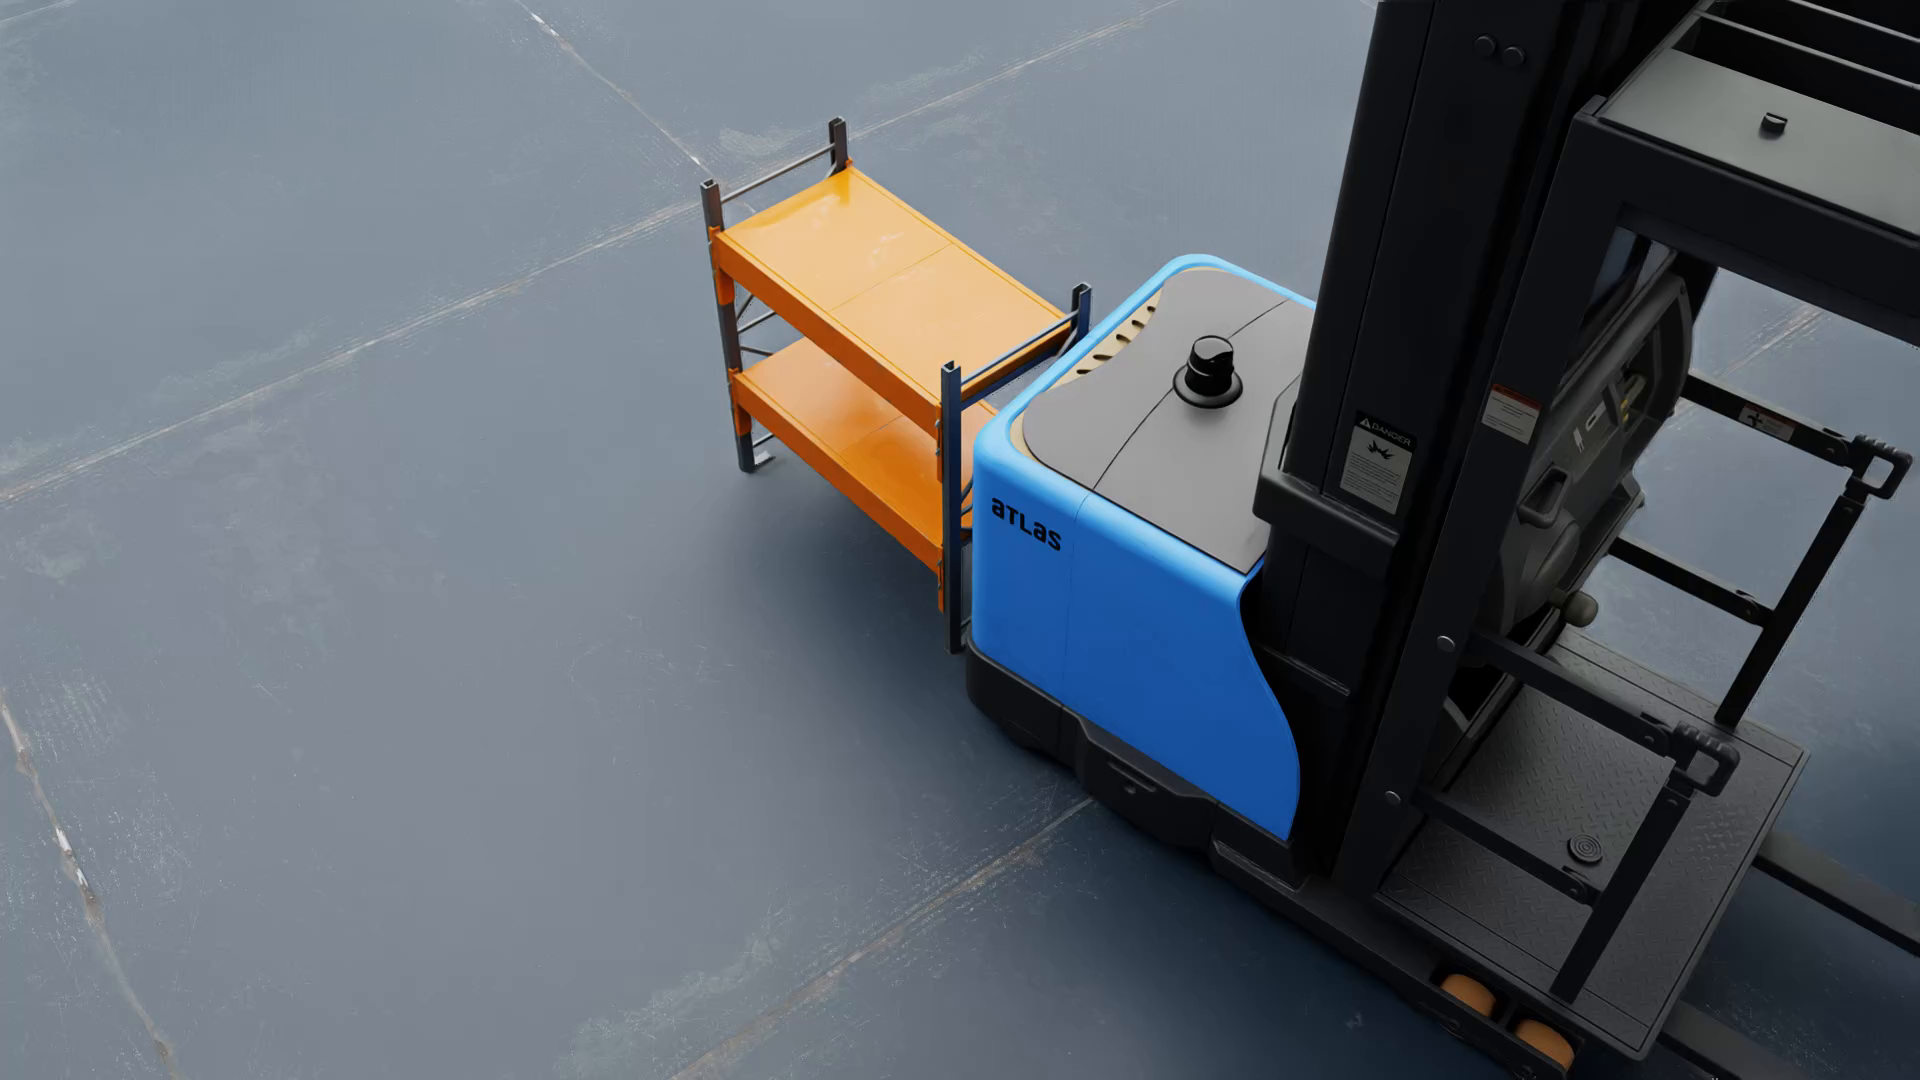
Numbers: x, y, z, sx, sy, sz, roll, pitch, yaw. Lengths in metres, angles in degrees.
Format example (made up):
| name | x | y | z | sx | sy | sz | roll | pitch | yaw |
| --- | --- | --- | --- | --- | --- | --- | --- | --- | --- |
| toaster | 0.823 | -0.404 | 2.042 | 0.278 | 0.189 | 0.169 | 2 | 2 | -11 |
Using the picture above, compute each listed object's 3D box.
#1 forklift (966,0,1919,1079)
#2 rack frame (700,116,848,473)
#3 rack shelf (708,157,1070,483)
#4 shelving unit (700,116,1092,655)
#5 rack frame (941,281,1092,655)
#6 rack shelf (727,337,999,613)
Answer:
| name | x | y | z | sx | sy | sz | roll | pitch | yaw |
| --- | --- | --- | --- | --- | --- | --- | --- | --- | --- |
| forklift | 1.485 | -0.110 | 3.371 | 3.031 | 2.935 | 1.130 | 30 | 55 | 25 |
| rack frame | -0.528 | -0.729 | 5.152 | 0.500 | 1.125 | 0.032 | -33 | 56 | -27 |
| rack shelf | -0.190 | -0.645 | 4.680 | 0.538 | 0.278 | 1.000 | -33 | 56 | -27 |
| shelving unit | -0.190 | -0.448 | 4.897 | 0.538 | 1.125 | 1.048 | -33 | 56 | -27 |
| rack frame | 0.148 | -0.167 | 4.642 | 0.500 | 1.125 | 0.032 | -33 | 56 | -27 |
| rack shelf | -0.190 | -0.284 | 5.078 | 0.538 | 0.278 | 1.000 | -33 | 56 | -27 |
